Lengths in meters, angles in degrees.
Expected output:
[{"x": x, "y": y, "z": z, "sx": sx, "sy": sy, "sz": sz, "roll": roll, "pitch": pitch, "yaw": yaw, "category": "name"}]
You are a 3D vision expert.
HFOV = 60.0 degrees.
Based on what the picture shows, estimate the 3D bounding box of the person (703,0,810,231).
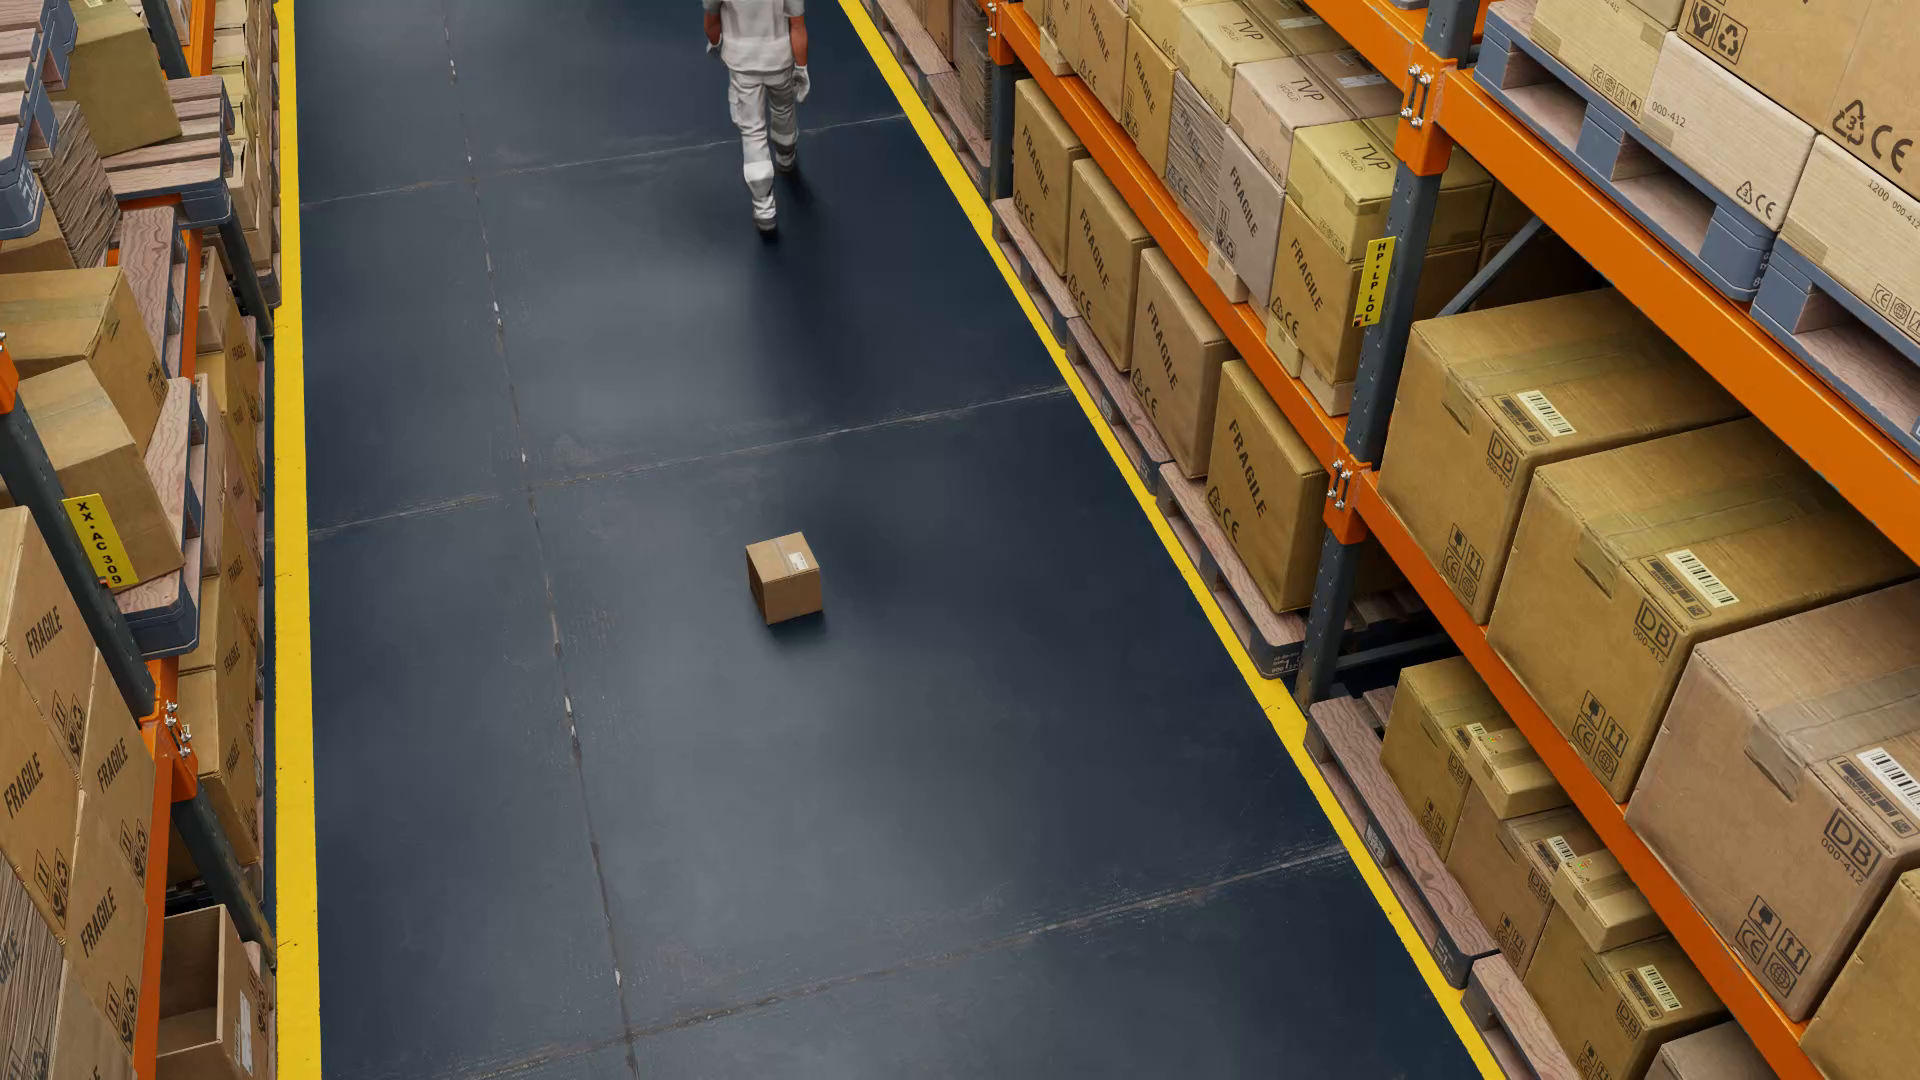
[{"x": -1.114, "y": -2.668, "z": 9.124, "sx": 0.548, "sy": 1.743, "sz": 1.028, "roll": -6, "pitch": 42, "yaw": -6, "category": "person"}]
